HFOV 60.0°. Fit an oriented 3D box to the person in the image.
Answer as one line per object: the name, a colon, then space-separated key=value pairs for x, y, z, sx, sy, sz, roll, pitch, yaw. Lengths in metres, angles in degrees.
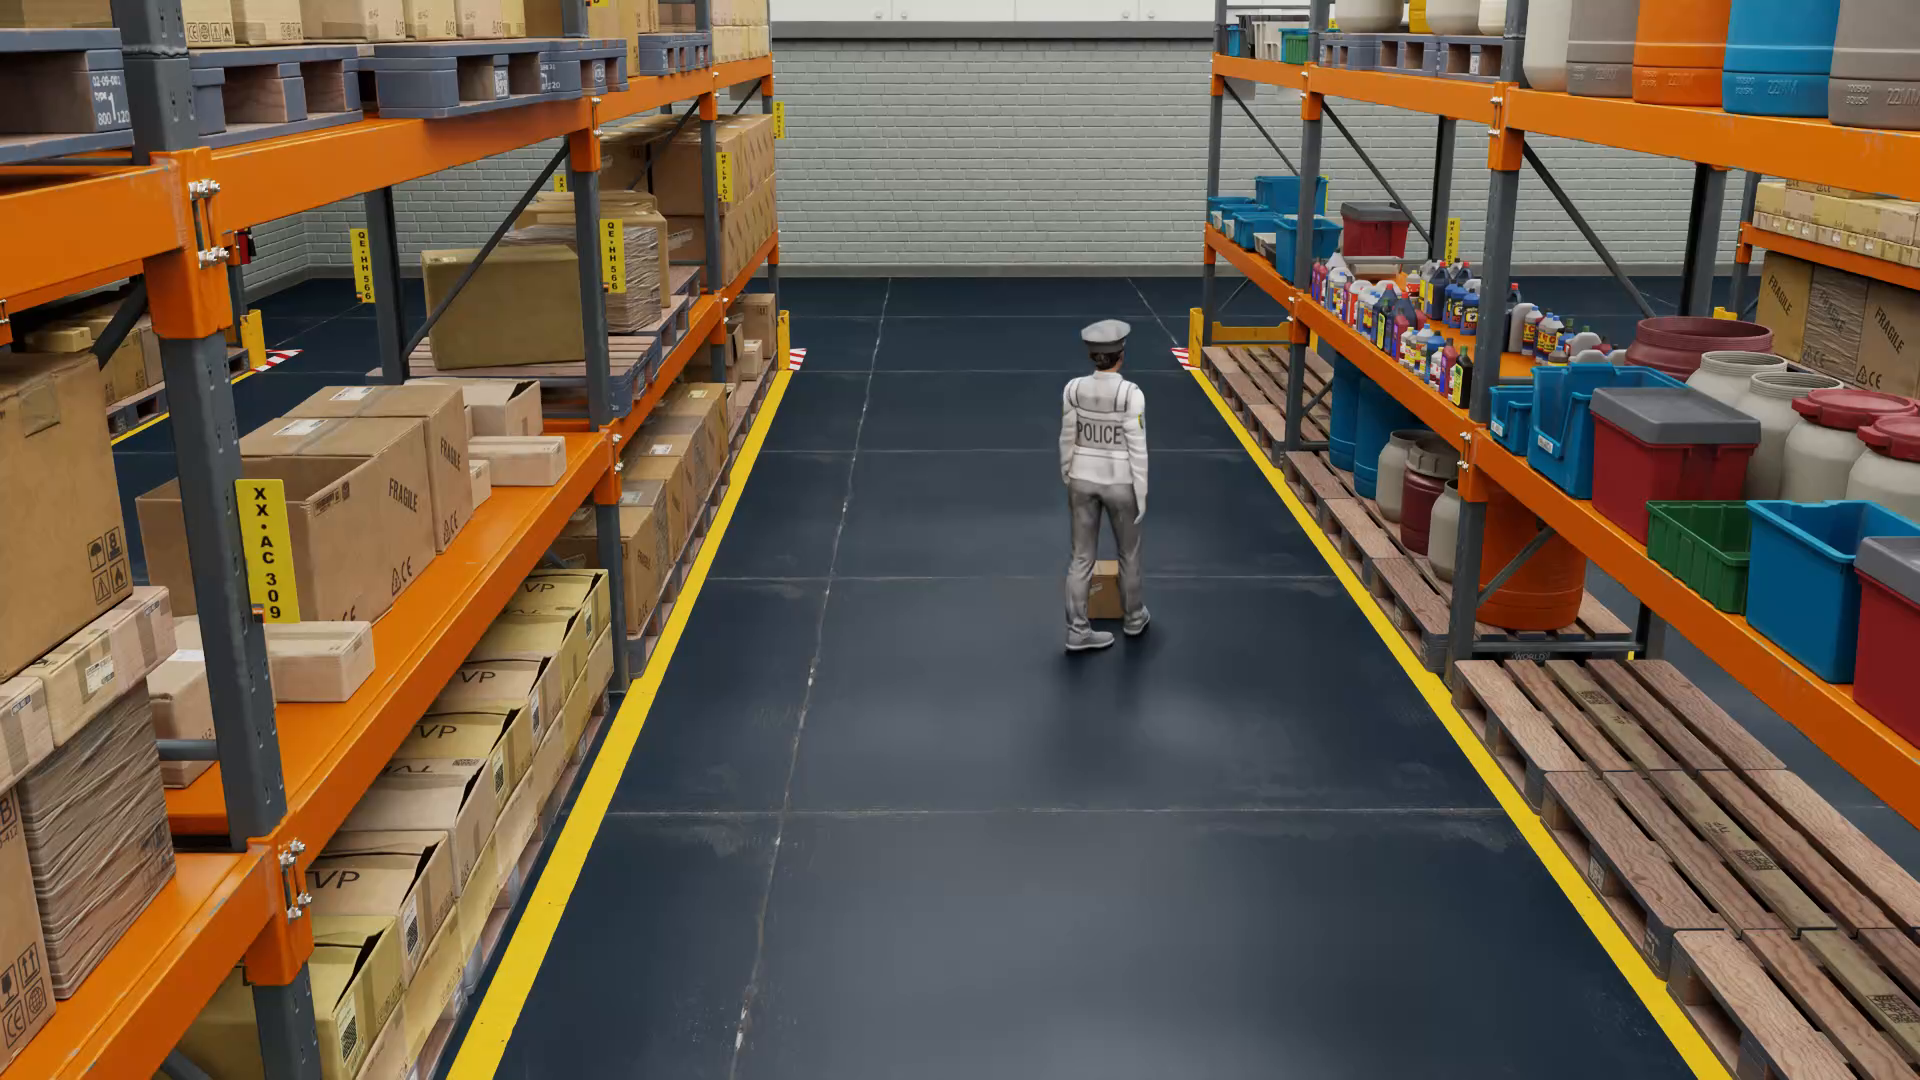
person: x=0.767 y=-0.295 z=8.455 sx=0.476 sy=1.667 sz=0.633 roll=8 pitch=19 yaw=24
